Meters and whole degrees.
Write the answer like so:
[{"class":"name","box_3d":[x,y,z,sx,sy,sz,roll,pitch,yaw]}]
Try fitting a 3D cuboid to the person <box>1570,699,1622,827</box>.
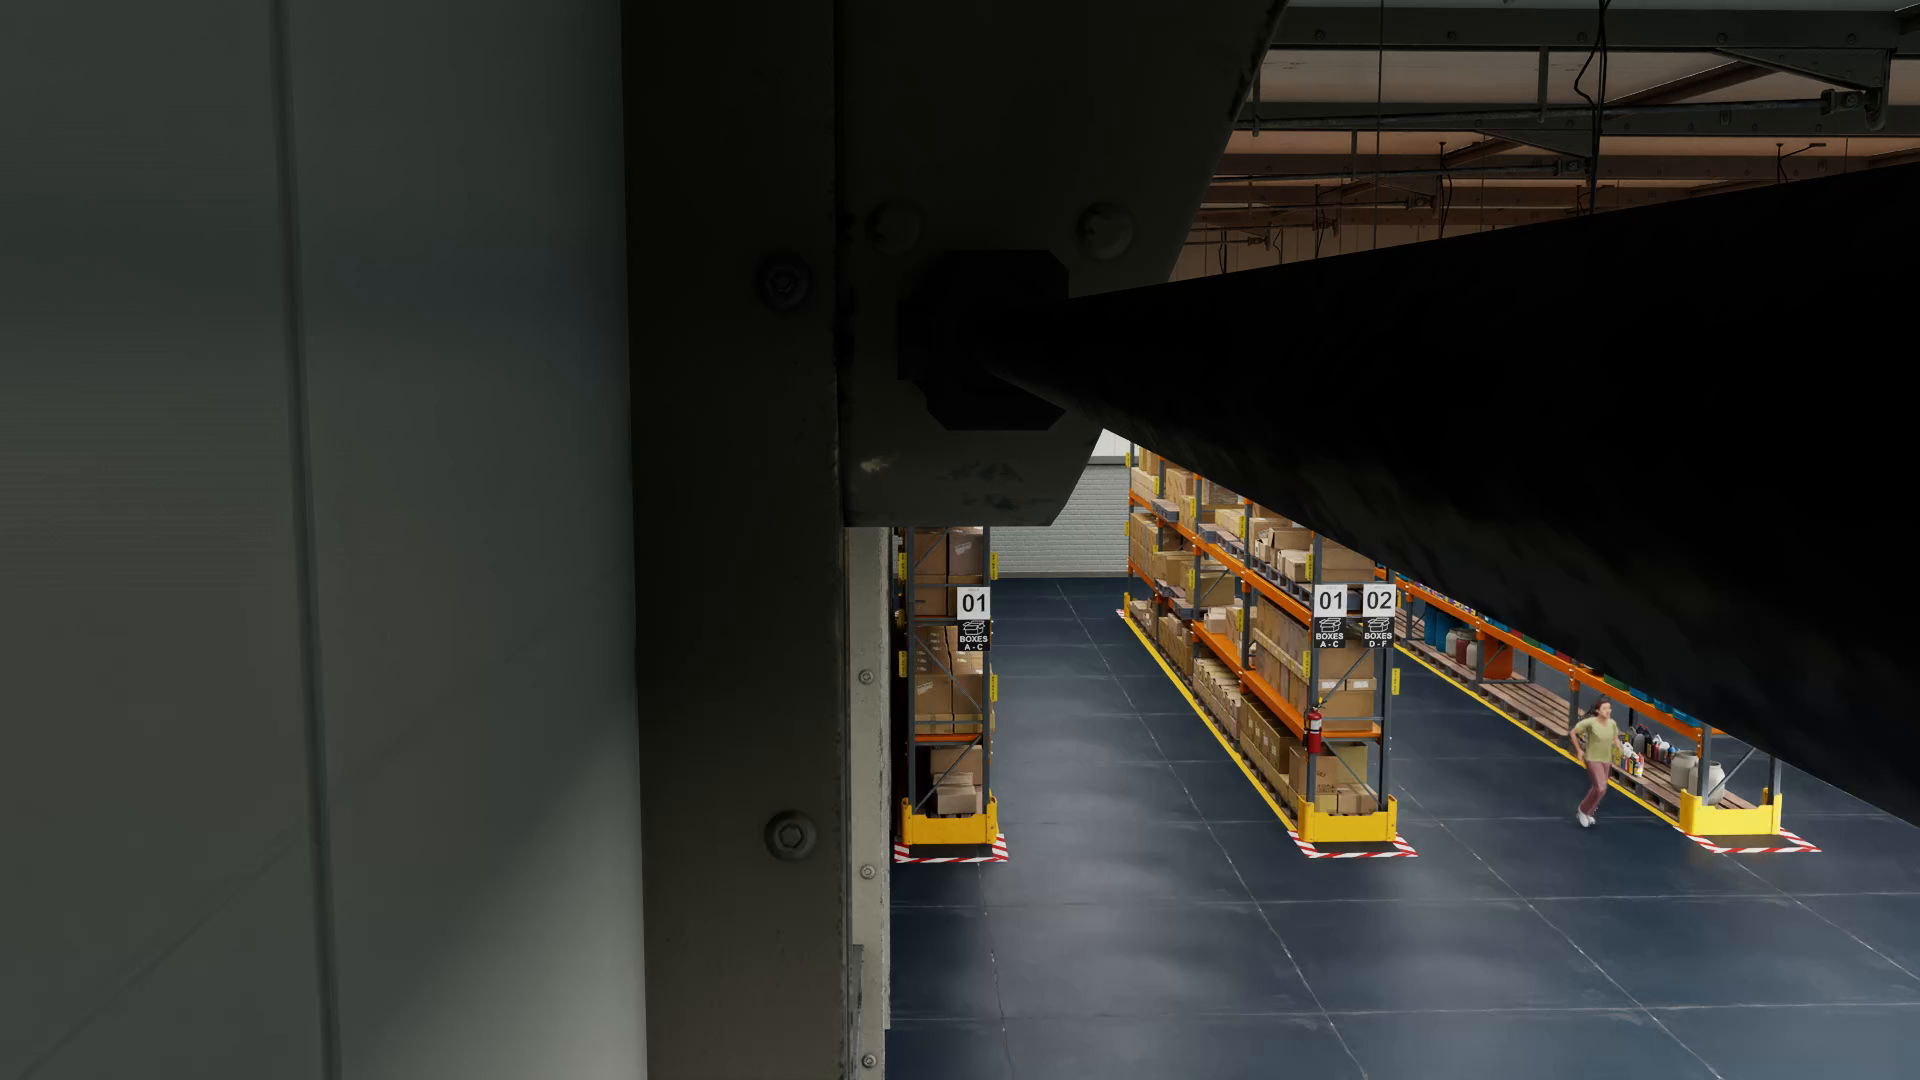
[{"class":"person","box_3d":[8.105,2.820,21.102,0.581,1.649,0.618,-2,8,-16]}]
